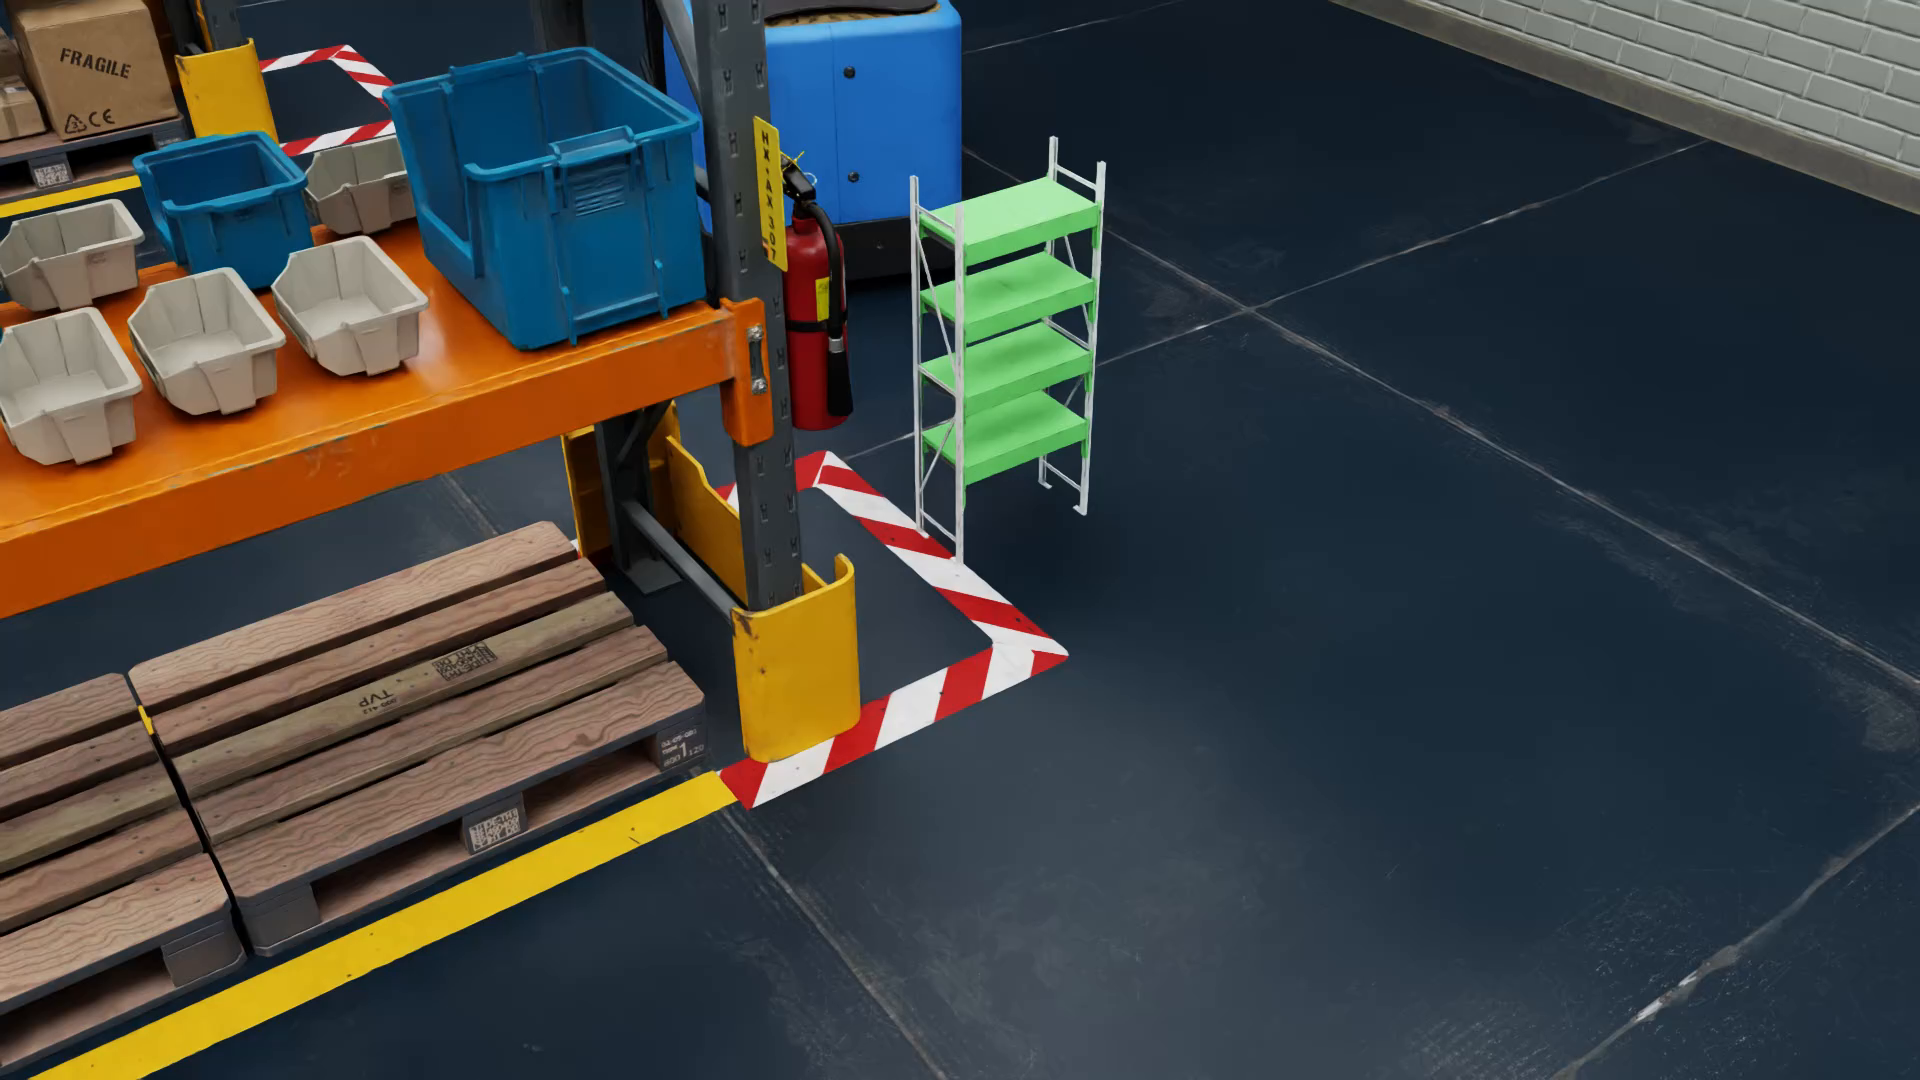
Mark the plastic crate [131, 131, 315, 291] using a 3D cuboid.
[{"bbox_3d":[-1.666,-0.740,3.802,0.300,0.233,0.416,-22,41,-28],"label":"plastic crate"}]

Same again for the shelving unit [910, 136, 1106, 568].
[{"bbox_3d":[0.135,-0.543,4.977,0.503,1.200,0.258,-22,41,-28],"label":"shelving unit"}]

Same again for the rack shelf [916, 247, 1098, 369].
[{"bbox_3d":[0.135,-0.686,4.874,0.480,0.148,0.258,-22,41,-28],"label":"rack shelf"}]

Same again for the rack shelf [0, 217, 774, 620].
[{"bbox_3d":[-2.371,0.034,3.250,4.000,0.370,1.077,-22,41,-28],"label":"rack shelf"}]

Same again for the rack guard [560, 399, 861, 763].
[{"bbox_3d":[-0.724,0.069,4.725,0.348,0.500,1.175,-22,41,-28],"label":"rack guard"}]

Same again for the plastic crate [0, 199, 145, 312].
[{"bbox_3d":[-1.992,-0.626,3.726,0.298,0.136,0.250,-22,41,-28],"label":"plastic crate"}]

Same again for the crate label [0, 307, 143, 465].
[{"bbox_3d":[-1.757,-0.292,3.261,0.243,0.136,0.396,-22,41,-28],"label":"crate label"}]

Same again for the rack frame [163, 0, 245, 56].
[{"bbox_3d":[-3.587,-3.297,7.264,0.127,3.000,1.000,-22,41,-28],"label":"rack frame"}]

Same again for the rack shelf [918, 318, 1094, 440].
[{"bbox_3d":[0.135,-0.491,5.014,0.480,0.148,0.258,-22,41,-28],"label":"rack shelf"}]

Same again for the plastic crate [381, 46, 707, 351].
[{"bbox_3d":[-0.902,-0.768,3.667,0.499,0.435,0.616,-22,41,-28],"label":"plastic crate"}]

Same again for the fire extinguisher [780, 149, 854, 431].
[{"bbox_3d":[-0.351,-0.582,3.876,0.183,0.674,0.296,-22,41,-28],"label":"fire extinguisher"}]

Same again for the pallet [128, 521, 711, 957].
[{"bbox_3d":[-1.433,0.460,4.430,1.213,0.211,1.003,-22,41,-28],"label":"pallet"}]

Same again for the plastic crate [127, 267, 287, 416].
[{"bbox_3d":[-1.544,-0.397,3.408,0.243,0.136,0.396,-22,41,-28],"label":"plastic crate"}]

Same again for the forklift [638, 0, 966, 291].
[{"bbox_3d":[-0.864,-3.001,6.913,1.130,2.935,3.031,-9,37,-13],"label":"forklift"}]

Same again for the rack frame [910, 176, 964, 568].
[{"bbox_3d":[-0.064,-0.461,4.863,0.015,1.200,0.240,-22,41,-28],"label":"rack frame"}]

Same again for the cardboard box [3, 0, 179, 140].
[{"bbox_3d":[-3.889,-2.160,7.448,0.500,0.500,0.500,-22,41,-28],"label":"cardboard box"}]

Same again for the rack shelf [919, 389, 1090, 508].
[{"bbox_3d":[0.135,-0.296,5.155,0.480,0.148,0.258,-22,41,-28],"label":"rack shelf"}]

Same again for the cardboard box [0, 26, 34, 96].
[{"bbox_3d":[-4.603,-2.143,7.639,0.500,0.250,0.500,-22,41,-28],"label":"cardboard box"}]

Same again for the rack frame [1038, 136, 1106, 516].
[{"bbox_3d":[0.335,-0.625,5.091,0.015,1.200,0.240,-22,41,-28],"label":"rack frame"}]

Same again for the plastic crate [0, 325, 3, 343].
[{"bbox_3d":[-2.204,-0.519,3.494,0.300,0.233,0.416,-22,41,-28],"label":"plastic crate"}]

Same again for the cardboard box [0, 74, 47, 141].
[{"bbox_3d":[-4.272,-1.931,7.416,0.250,0.166,0.380,-22,41,-28],"label":"cardboard box"}]

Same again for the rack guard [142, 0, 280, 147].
[{"bbox_3d":[-3.649,-2.256,7.959,0.348,0.500,1.175,-22,41,-28],"label":"rack guard"}]

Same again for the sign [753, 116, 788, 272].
[{"bbox_3d":[-0.406,-0.740,3.571,0.005,0.325,0.100,-22,41,-28],"label":"sign"}]

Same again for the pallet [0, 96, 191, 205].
[{"bbox_3d":[-4.300,-1.870,7.670,1.213,0.211,1.003,-22,41,-28],"label":"pallet"}]

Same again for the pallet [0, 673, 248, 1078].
[{"bbox_3d":[-2.429,0.868,3.863,1.213,0.211,1.003,-22,41,-28],"label":"pallet"}]

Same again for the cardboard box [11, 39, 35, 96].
[{"bbox_3d":[-4.331,-2.264,7.879,0.250,0.166,0.380,-22,41,-28],"label":"cardboard box"}]

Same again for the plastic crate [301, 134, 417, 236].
[{"bbox_3d":[-1.438,-0.854,4.043,0.298,0.136,0.250,-22,41,-28],"label":"plastic crate"}]

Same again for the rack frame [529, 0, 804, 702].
[{"bbox_3d":[-0.736,-0.931,3.976,0.127,3.000,1.000,-22,41,-28],"label":"rack frame"}]

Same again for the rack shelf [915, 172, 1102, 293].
[{"bbox_3d":[0.135,-0.881,4.734,0.480,0.148,0.258,-22,41,-28],"label":"rack shelf"}]

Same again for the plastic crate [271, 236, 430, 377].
[{"bbox_3d":[-1.299,-0.488,3.534,0.243,0.136,0.396,-22,41,-28],"label":"plastic crate"}]
